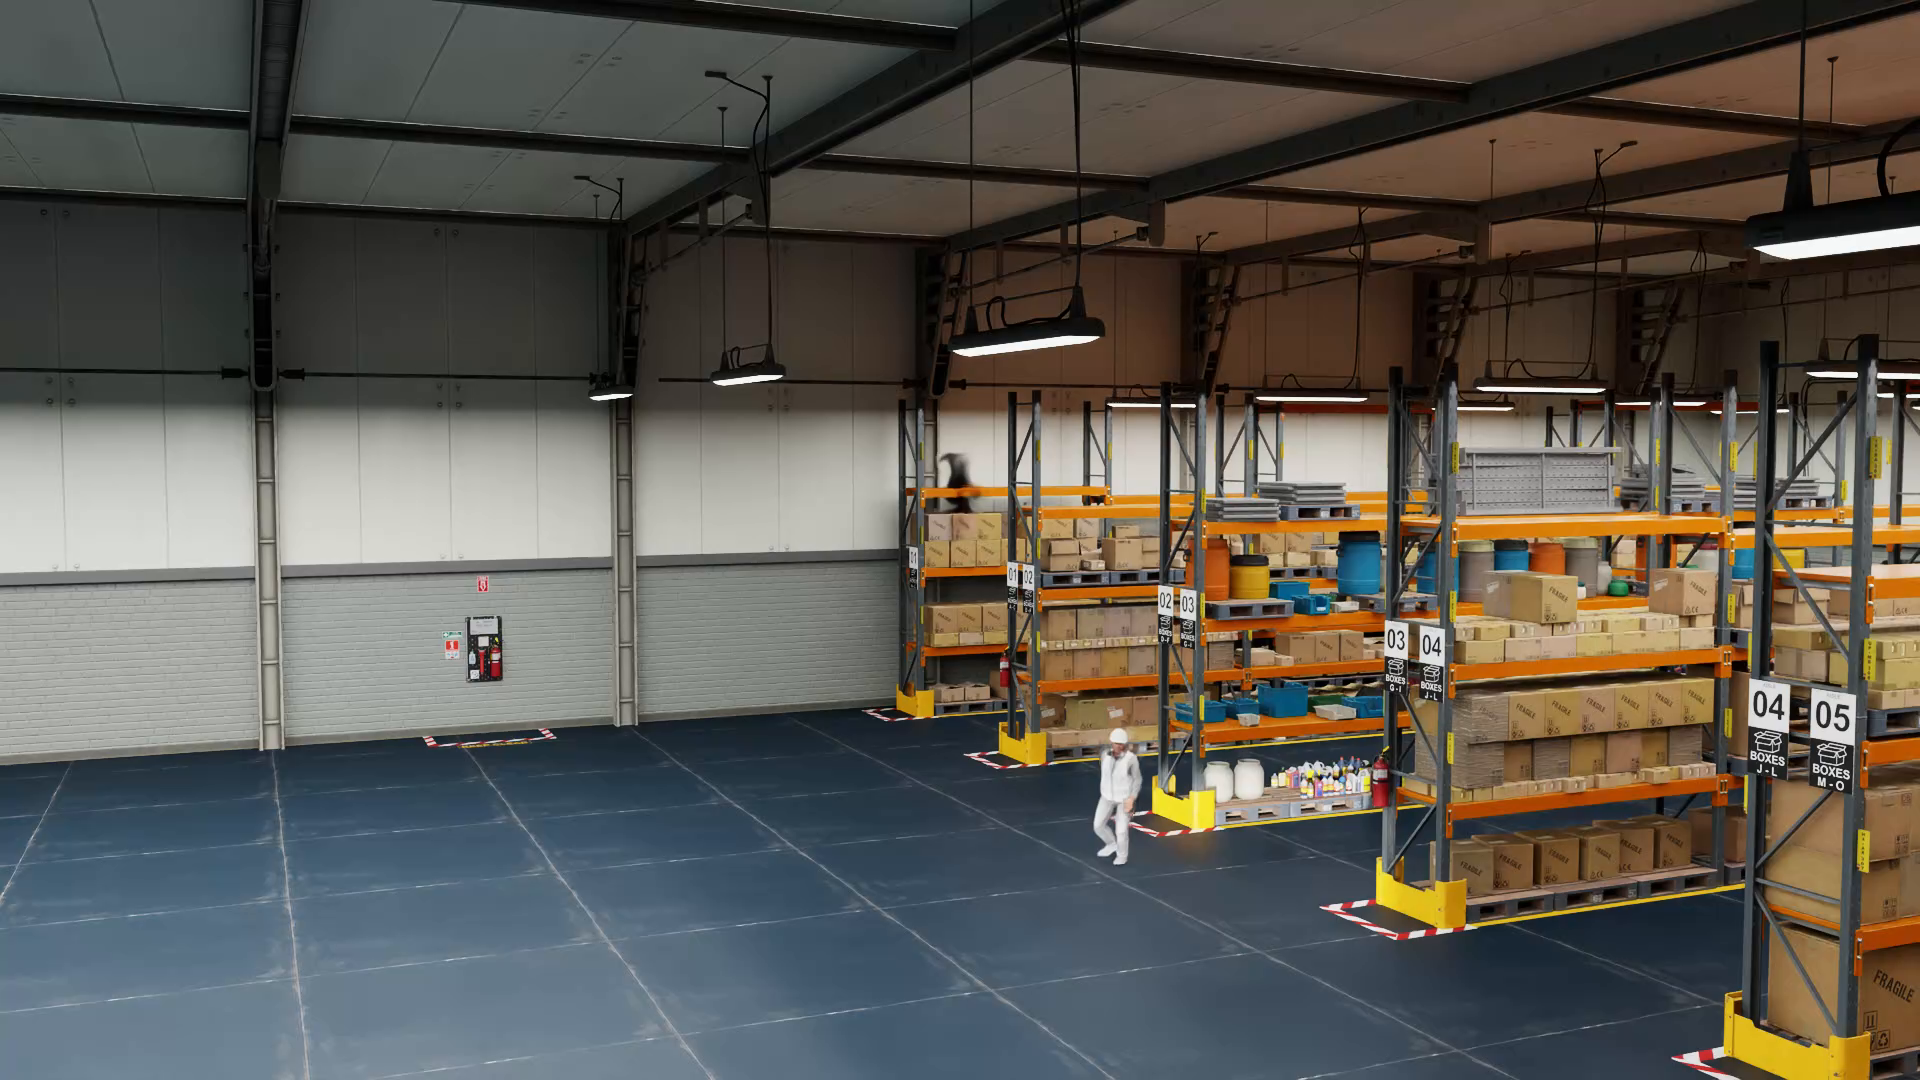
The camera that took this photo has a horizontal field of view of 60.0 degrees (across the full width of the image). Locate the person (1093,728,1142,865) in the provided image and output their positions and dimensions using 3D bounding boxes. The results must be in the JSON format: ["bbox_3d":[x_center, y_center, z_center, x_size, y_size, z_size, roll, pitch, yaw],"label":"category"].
[{"bbox_3d":[1.928,3.117,20.169,0.653,1.726,0.667,2,4,27],"label":"person"}]
